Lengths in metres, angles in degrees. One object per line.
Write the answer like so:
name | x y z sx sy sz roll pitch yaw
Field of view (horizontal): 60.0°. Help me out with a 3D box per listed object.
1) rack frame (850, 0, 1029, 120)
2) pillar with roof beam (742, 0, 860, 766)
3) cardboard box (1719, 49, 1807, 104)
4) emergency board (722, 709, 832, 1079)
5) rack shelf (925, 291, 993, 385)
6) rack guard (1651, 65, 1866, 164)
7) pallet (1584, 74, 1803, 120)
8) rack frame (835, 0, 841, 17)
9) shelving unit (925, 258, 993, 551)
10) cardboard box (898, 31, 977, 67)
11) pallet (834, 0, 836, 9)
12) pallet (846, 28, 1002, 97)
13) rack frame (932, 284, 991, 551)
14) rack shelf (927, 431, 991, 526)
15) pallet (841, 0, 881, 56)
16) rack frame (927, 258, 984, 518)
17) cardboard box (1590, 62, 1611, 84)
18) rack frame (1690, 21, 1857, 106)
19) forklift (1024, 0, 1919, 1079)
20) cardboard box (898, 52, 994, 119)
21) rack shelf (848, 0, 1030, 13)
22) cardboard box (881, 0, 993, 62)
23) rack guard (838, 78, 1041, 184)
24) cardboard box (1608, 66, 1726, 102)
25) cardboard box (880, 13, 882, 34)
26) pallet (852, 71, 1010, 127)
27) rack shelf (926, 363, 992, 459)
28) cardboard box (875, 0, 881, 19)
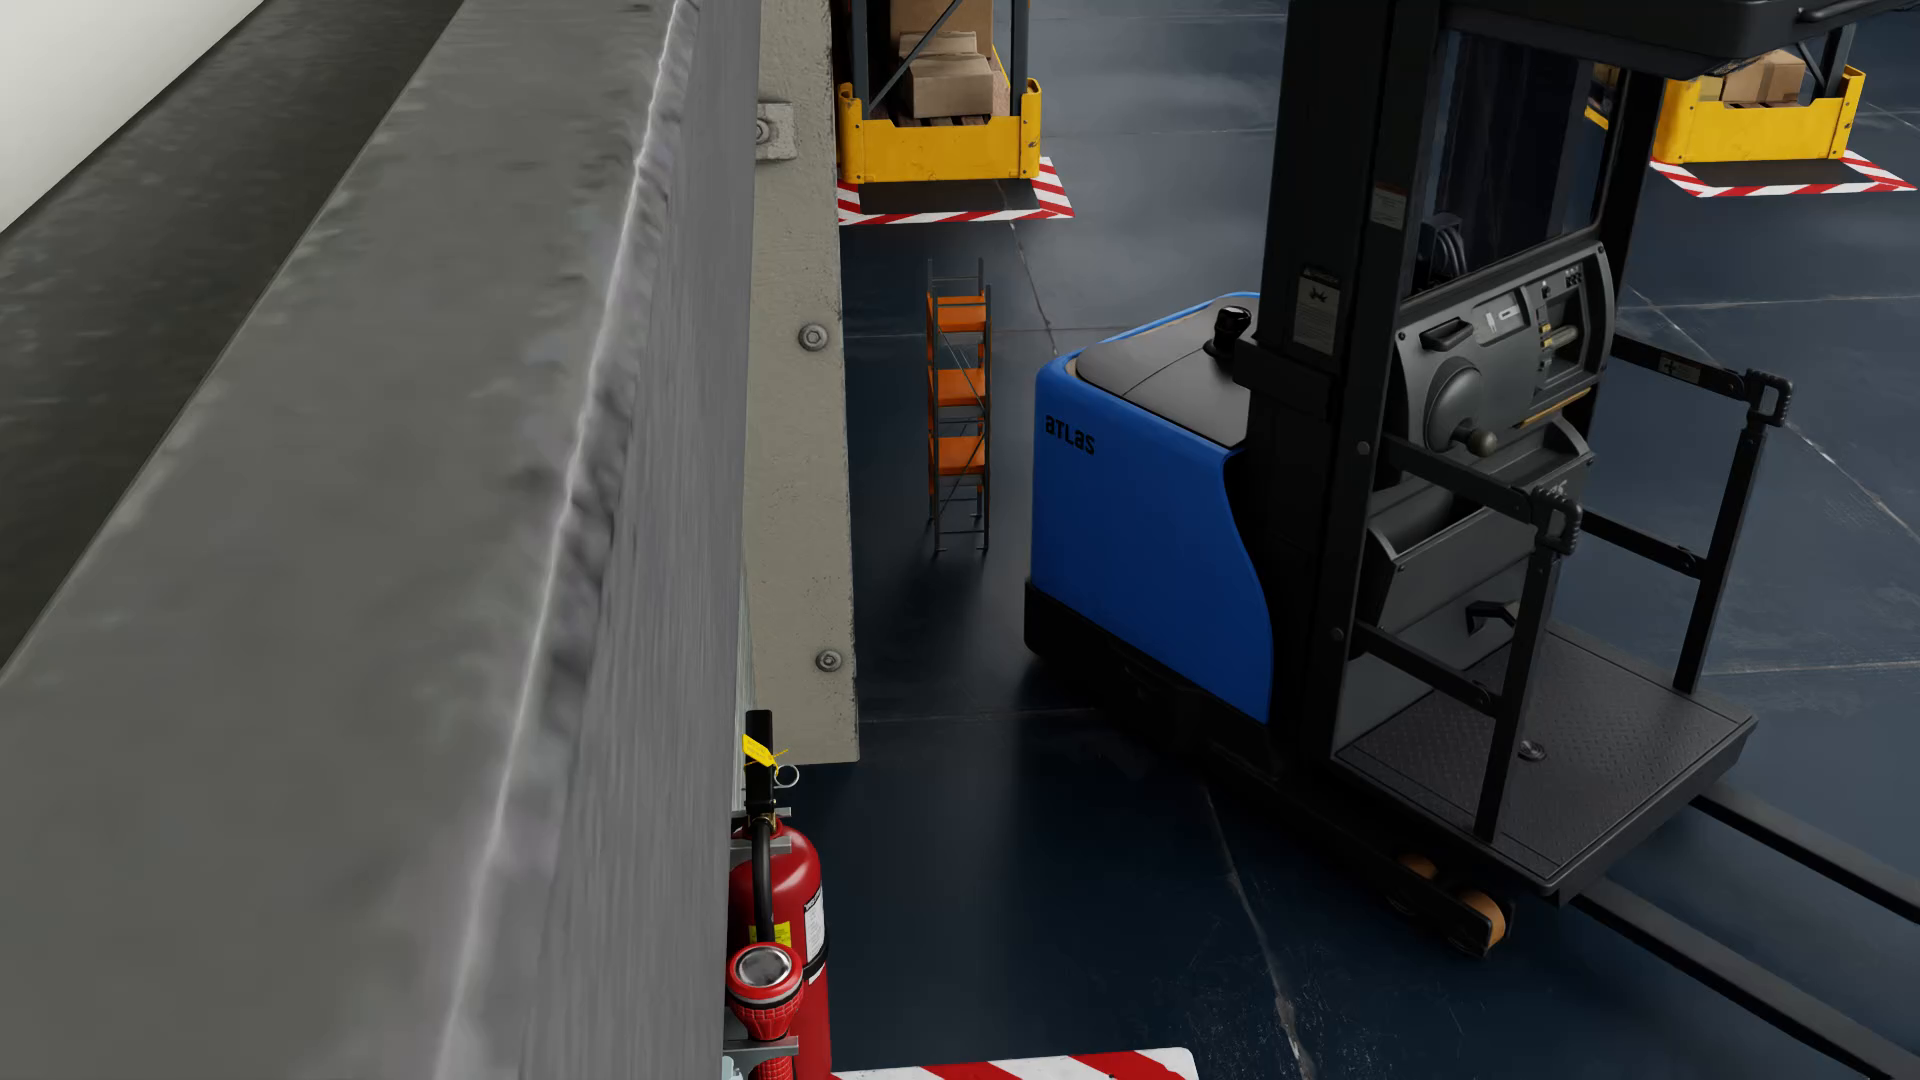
rack frame | -0.115 -3.450 9.101 1.000 3.000 0.127 -3 31 -5
pillar with roof beam | 3.805 -3.484 3.308 9.100 9.000 0.400 -3 31 -5
cardboard box | 4.988 -2.973 10.575 0.500 0.250 0.500 -3 31 -5
emergency board | -0.288 0.561 2.386 0.194 1.169 0.643 -3 31 -5
rack shelf | -0.005 -0.713 5.886 0.215 0.259 0.240 -3 31 -5
rack guard | 4.819 -2.604 10.122 1.175 0.500 0.348 -3 31 -5
pallet | 4.704 -2.881 10.866 1.003 0.211 1.213 -3 31 -5
rack frame | -0.489 -5.492 12.520 1.000 3.000 0.127 -3 31 -5
shelving unit | -0.005 -0.478 6.027 0.215 1.050 0.252 -3 31 -5
cardboard box | -0.143 -3.133 10.763 0.500 0.311 0.500 0 31 0
pallet | -0.563 -4.692 13.900 1.003 0.211 1.213 -3 31 -5
pallet | -0.274 -3.329 11.618 1.003 0.211 1.213 -3 31 -5
rack frame | 0.006 -0.416 5.922 0.200 1.050 0.008 -3 31 -5
rack shelf | -0.005 -0.230 6.174 0.215 0.259 0.240 -3 31 -5
pallet | -0.391 -3.954 12.663 1.003 0.211 1.213 -3 31 -5
rack frame | -0.016 -0.540 6.131 0.200 1.050 0.008 -3 31 -5
cardboard box | 4.414 -3.203 10.960 0.500 0.250 0.500 -3 31 -5
rack frame | 4.817 -3.689 9.501 1.000 3.000 0.127 -3 31 -5
forklift | 1.554 -0.456 4.155 1.130 2.935 3.031 -24 38 -34
cardboard box | -0.090 -2.842 10.276 0.500 0.311 0.500 -6 31 -10
rack shelf | -0.302 -4.162 10.995 1.077 0.370 4.000 -3 31 -5
cardboard box | -0.162 -3.591 11.346 0.700 0.500 0.500 -5 31 -8
rack guard | -0.122 -2.416 9.807 1.175 0.500 0.348 -3 31 -5
cardboard box | 4.473 -2.949 10.533 0.500 0.250 0.500 -3 31 -5
cardboard box | -0.359 -3.640 11.769 0.380 0.149 0.250 -5 31 -9
pallet | -0.163 -2.708 10.578 1.003 0.211 1.213 -3 31 -5
rack shelf | -0.005 -0.469 6.032 0.215 0.259 0.240 -3 31 -5
cardboard box | -0.352 -4.080 12.164 0.500 0.500 0.500 -5 31 -8
